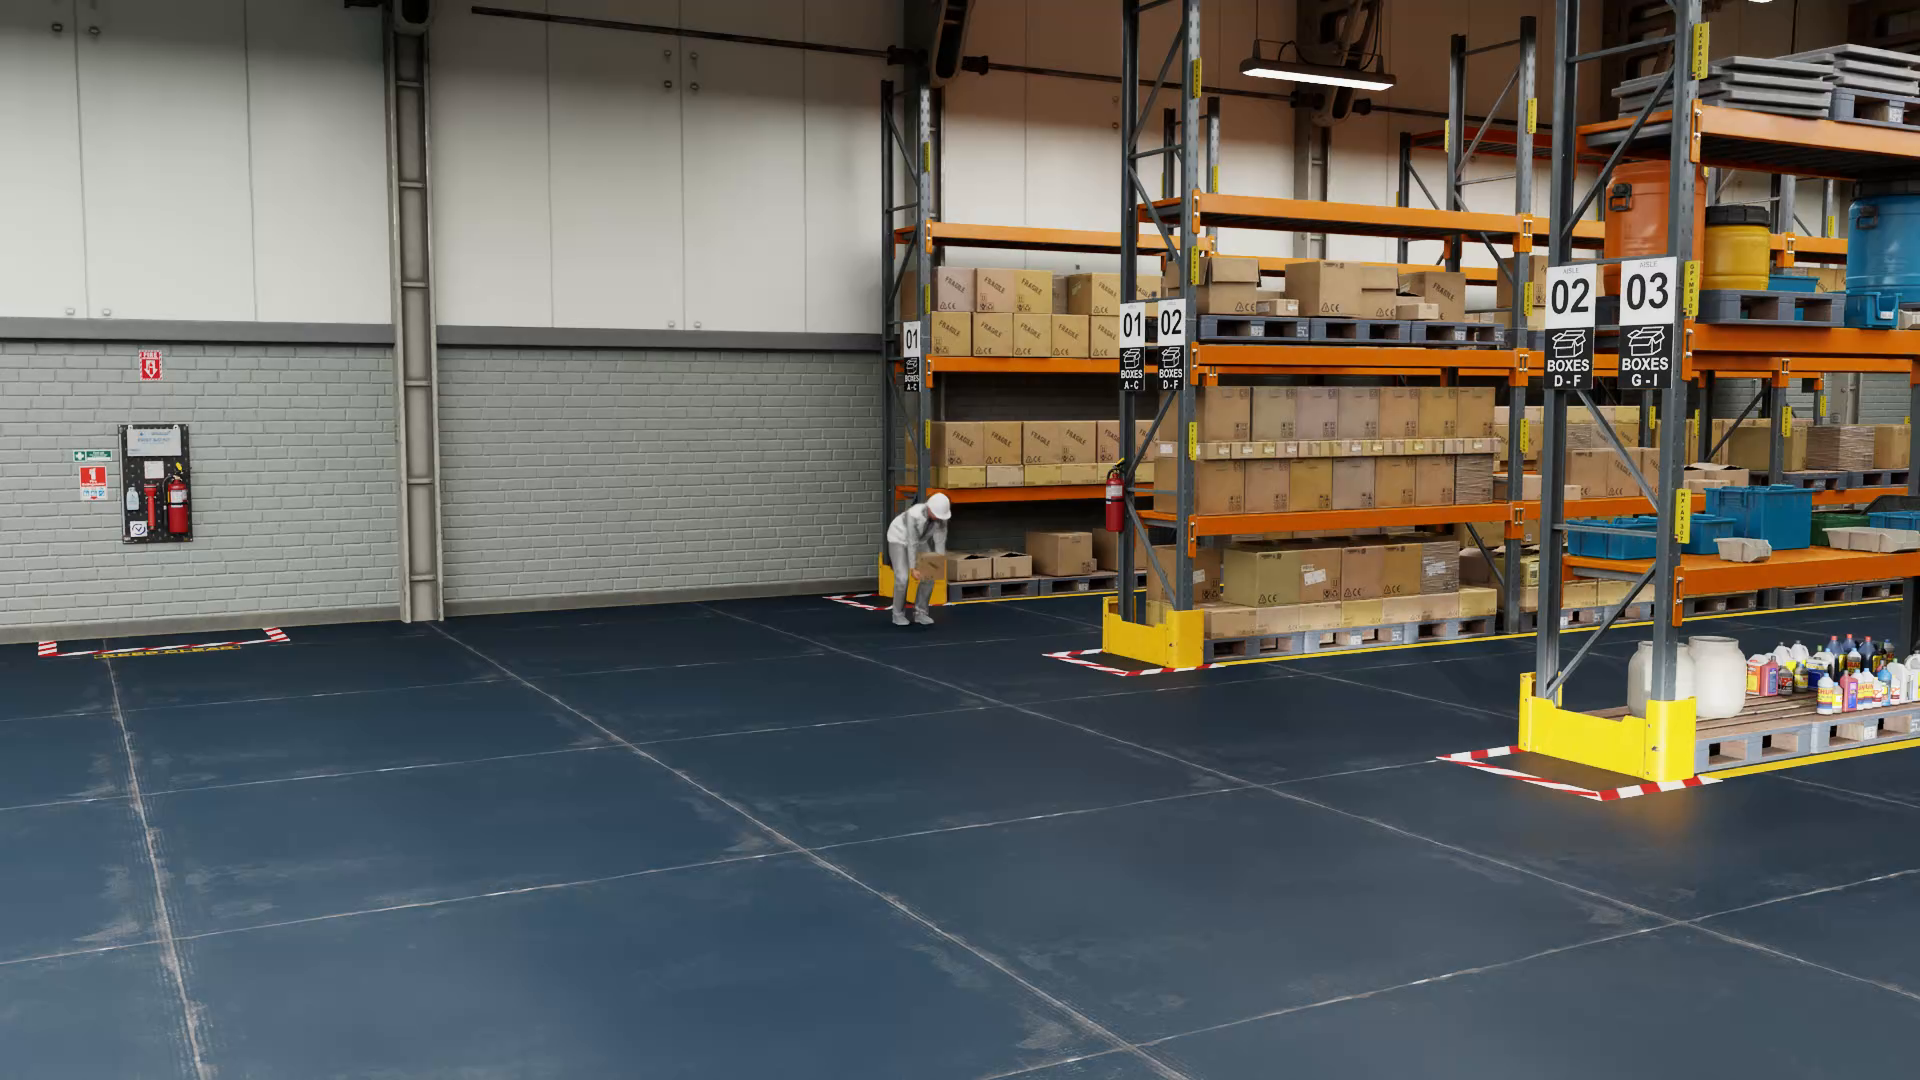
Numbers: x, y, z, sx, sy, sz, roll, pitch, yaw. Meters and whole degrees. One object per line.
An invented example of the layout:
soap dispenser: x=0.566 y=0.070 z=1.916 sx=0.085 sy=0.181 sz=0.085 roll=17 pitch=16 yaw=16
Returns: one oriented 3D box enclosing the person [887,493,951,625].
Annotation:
person: x=-0.389 y=0.194 z=17.082 sx=0.473 sy=1.391 sz=0.919 roll=-3 pitch=6 yaw=-30
